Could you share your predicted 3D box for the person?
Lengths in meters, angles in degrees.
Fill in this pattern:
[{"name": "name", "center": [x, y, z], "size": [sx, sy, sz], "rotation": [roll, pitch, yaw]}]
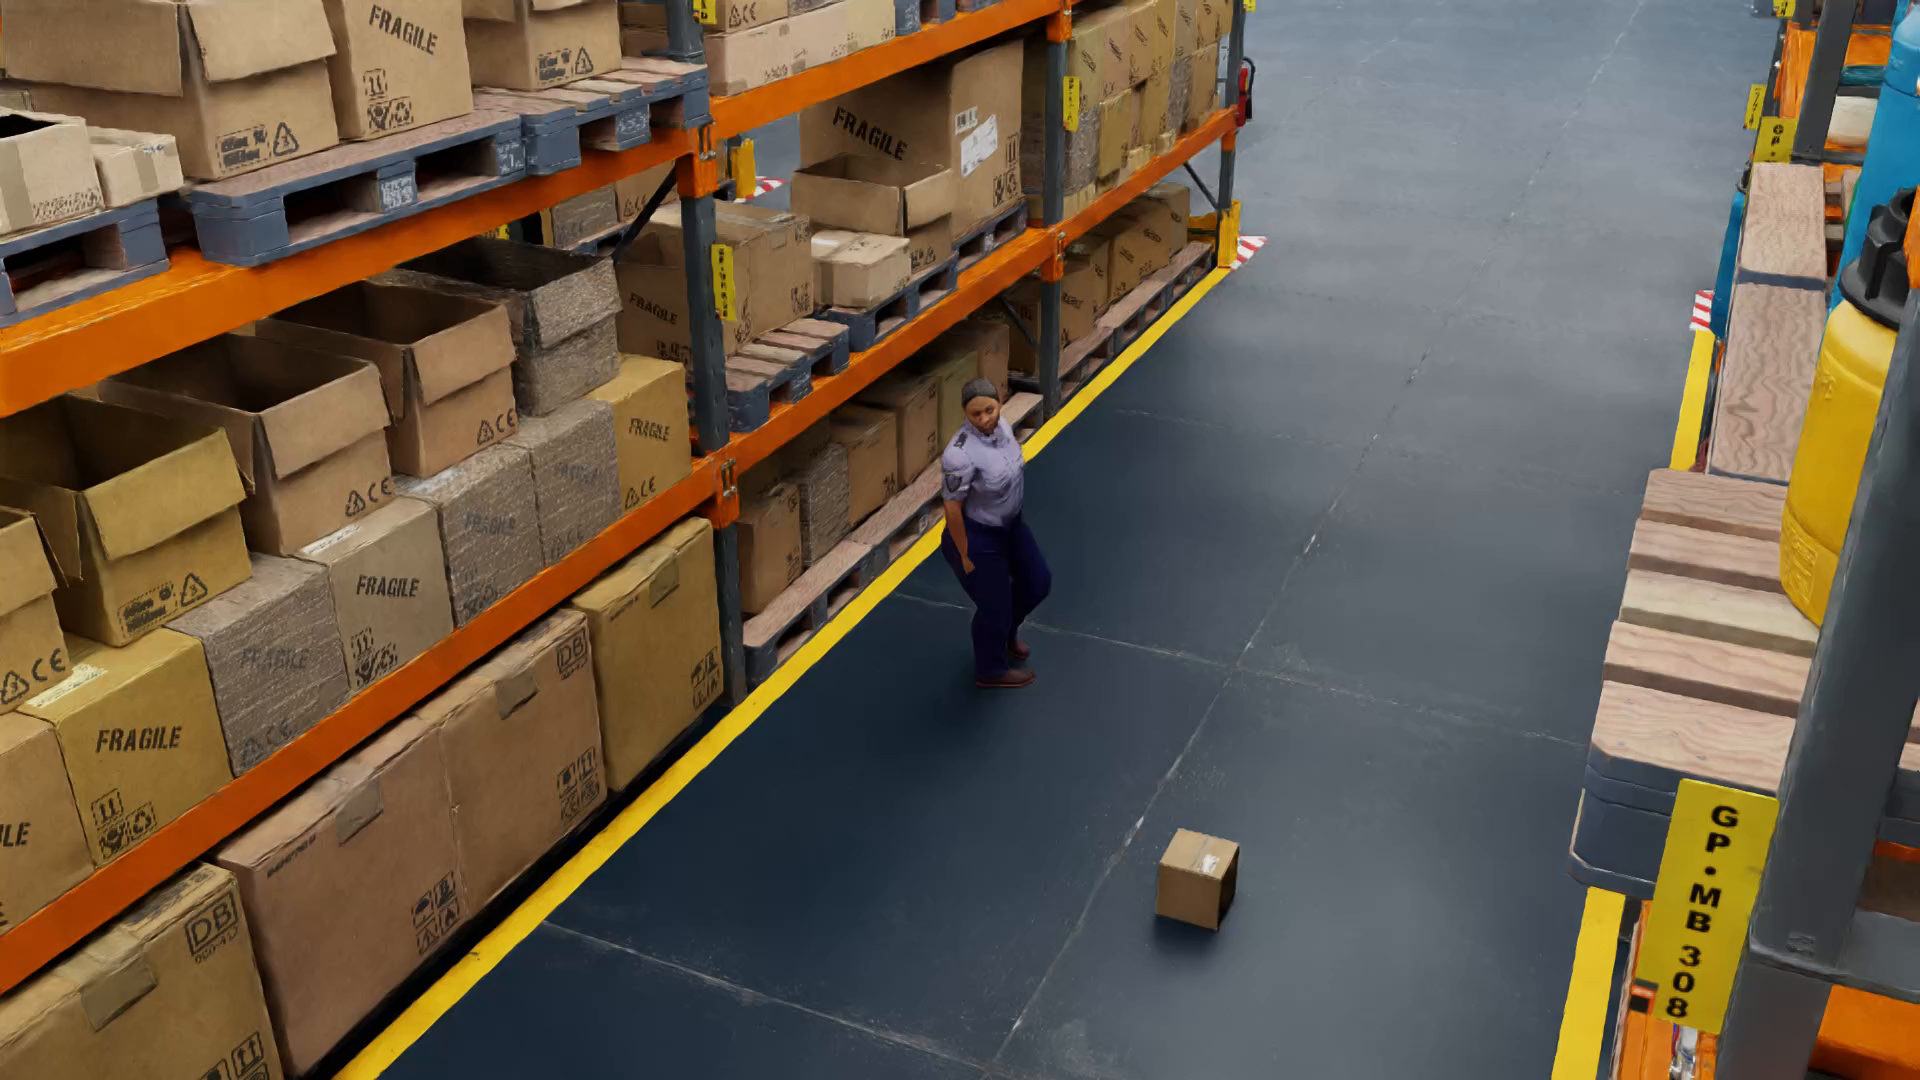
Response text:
[{"name": "person", "center": [0.175, -0.021, 7.693], "size": [0.432, 1.640, 0.641], "rotation": [11, 28, 21]}]
